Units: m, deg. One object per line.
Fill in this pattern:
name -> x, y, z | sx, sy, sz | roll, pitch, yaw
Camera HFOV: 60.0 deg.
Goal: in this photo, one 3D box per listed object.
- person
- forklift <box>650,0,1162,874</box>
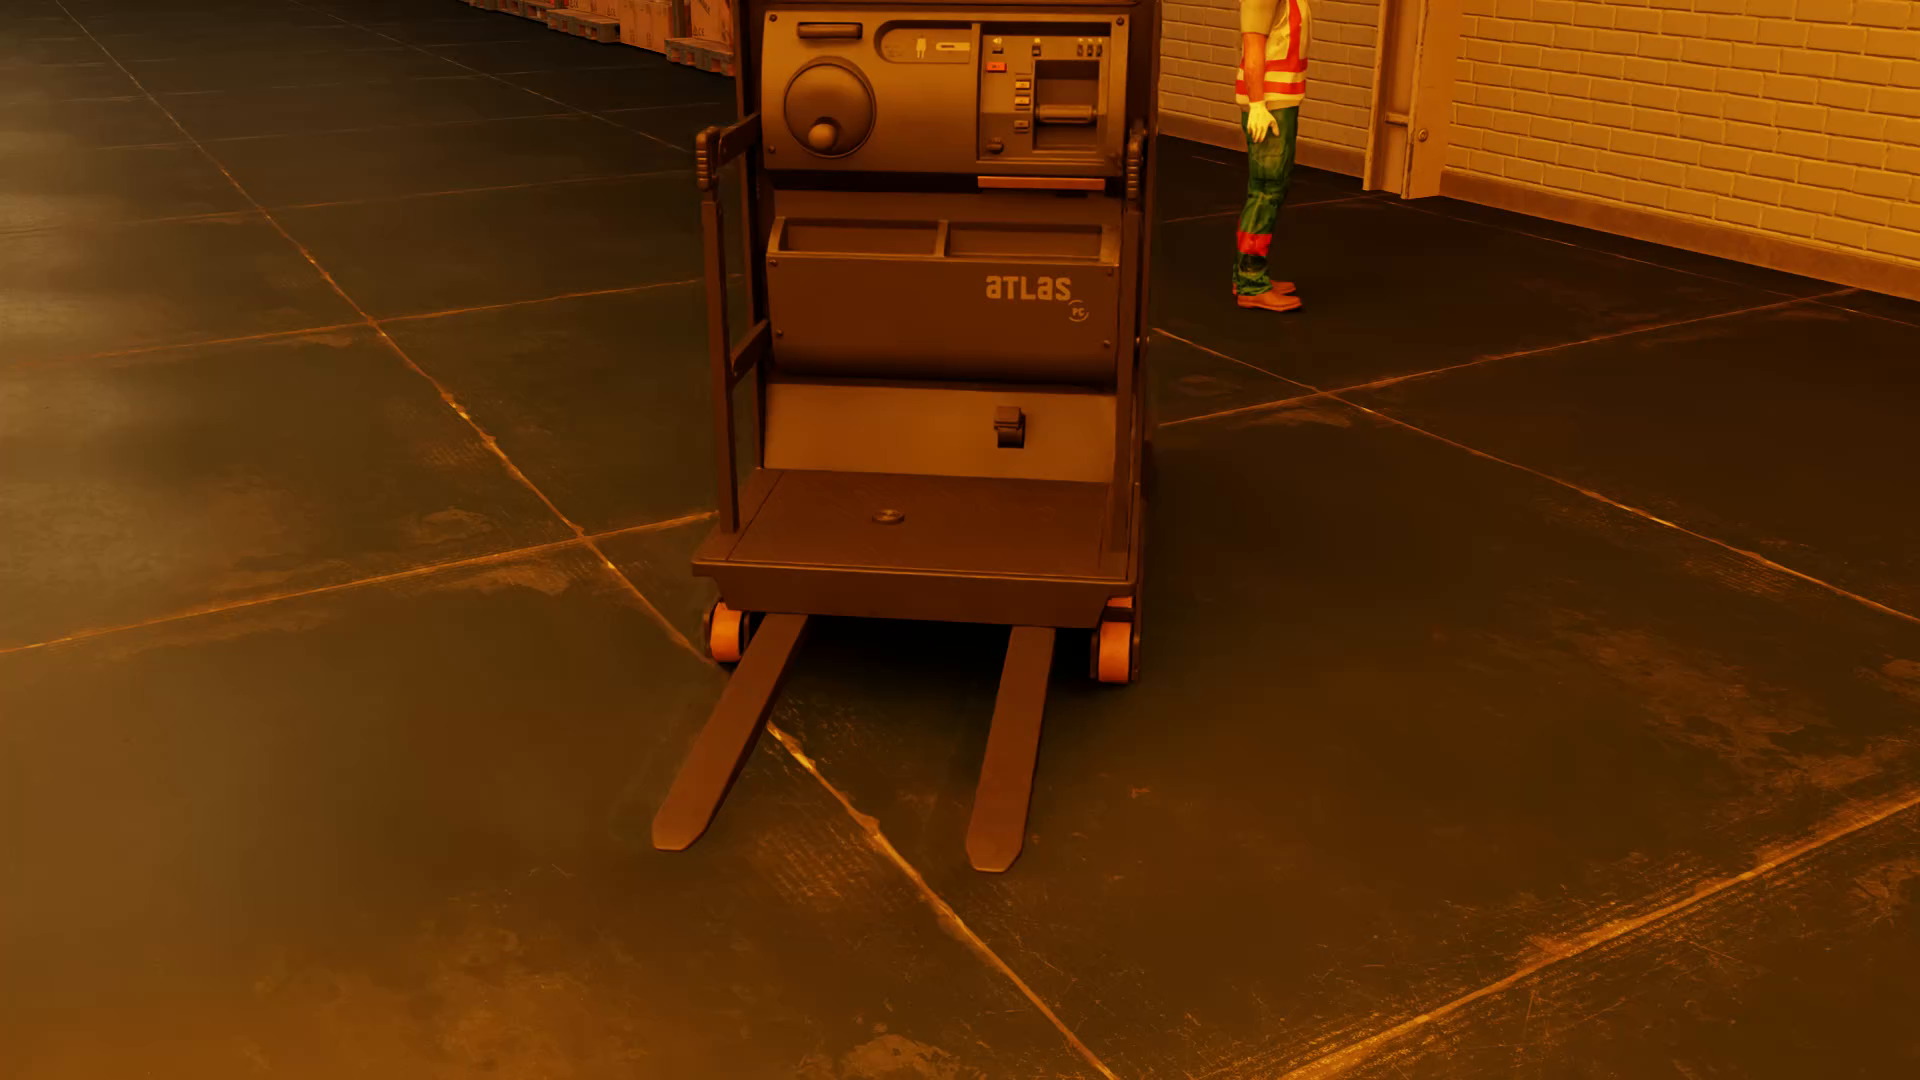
person -> 1.445, -1.968, 7.577 | 0.383, 1.793, 0.626 | 6, 23, 14
forklift -> -0.065, -1.125, 4.015 | 1.130, 2.935, 3.031 | 3, 22, 6
